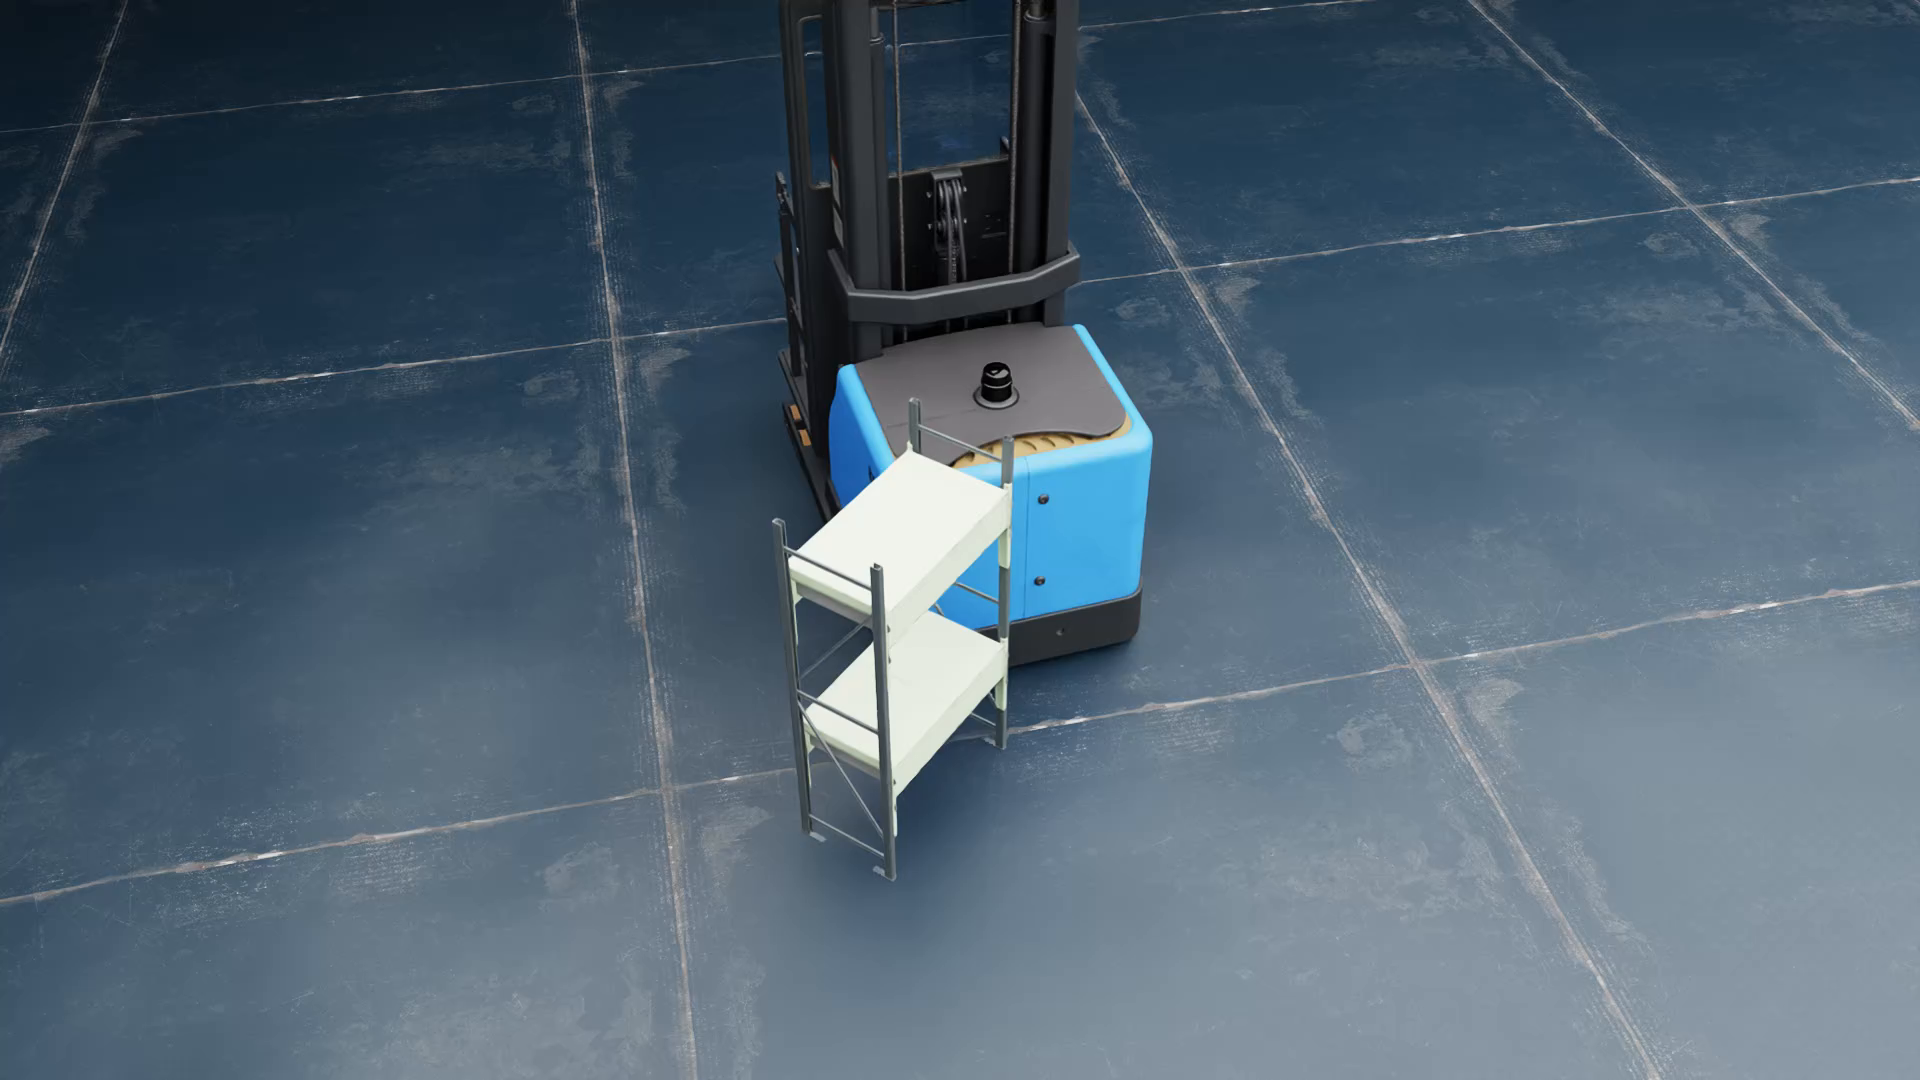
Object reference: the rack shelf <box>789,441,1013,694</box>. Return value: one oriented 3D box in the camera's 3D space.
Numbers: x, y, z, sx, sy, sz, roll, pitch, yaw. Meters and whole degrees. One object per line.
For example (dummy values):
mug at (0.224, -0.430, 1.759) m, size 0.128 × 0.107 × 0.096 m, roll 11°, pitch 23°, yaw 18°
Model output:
rack shelf at (-0.198, 0.077, 5.446) m, size 0.431 × 0.370 × 0.720 m, roll 24°, pitch 47°, yaw 24°

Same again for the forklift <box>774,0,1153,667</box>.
forklift at (-0.191, -1.513, 6.746) m, size 1.130 × 2.935 × 3.031 m, roll -11°, pitch 43°, yaw -13°

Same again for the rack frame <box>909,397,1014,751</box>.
rack frame at (0.003, 0.166, 5.934) m, size 0.400 × 1.500 × 0.023 m, roll 24°, pitch 47°, yaw 24°

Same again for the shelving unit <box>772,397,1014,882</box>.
shelving unit at (-0.198, 0.369, 5.705) m, size 0.431 × 1.500 × 0.755 m, roll 24°, pitch 47°, yaw 24°

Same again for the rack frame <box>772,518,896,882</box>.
rack frame at (-0.399, 0.572, 5.476) m, size 0.400 × 1.500 × 0.023 m, roll 24°, pitch 47°, yaw 24°

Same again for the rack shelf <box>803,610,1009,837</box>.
rack shelf at (-0.198, 0.612, 5.921) m, size 0.431 × 0.370 × 0.720 m, roll 24°, pitch 47°, yaw 24°
